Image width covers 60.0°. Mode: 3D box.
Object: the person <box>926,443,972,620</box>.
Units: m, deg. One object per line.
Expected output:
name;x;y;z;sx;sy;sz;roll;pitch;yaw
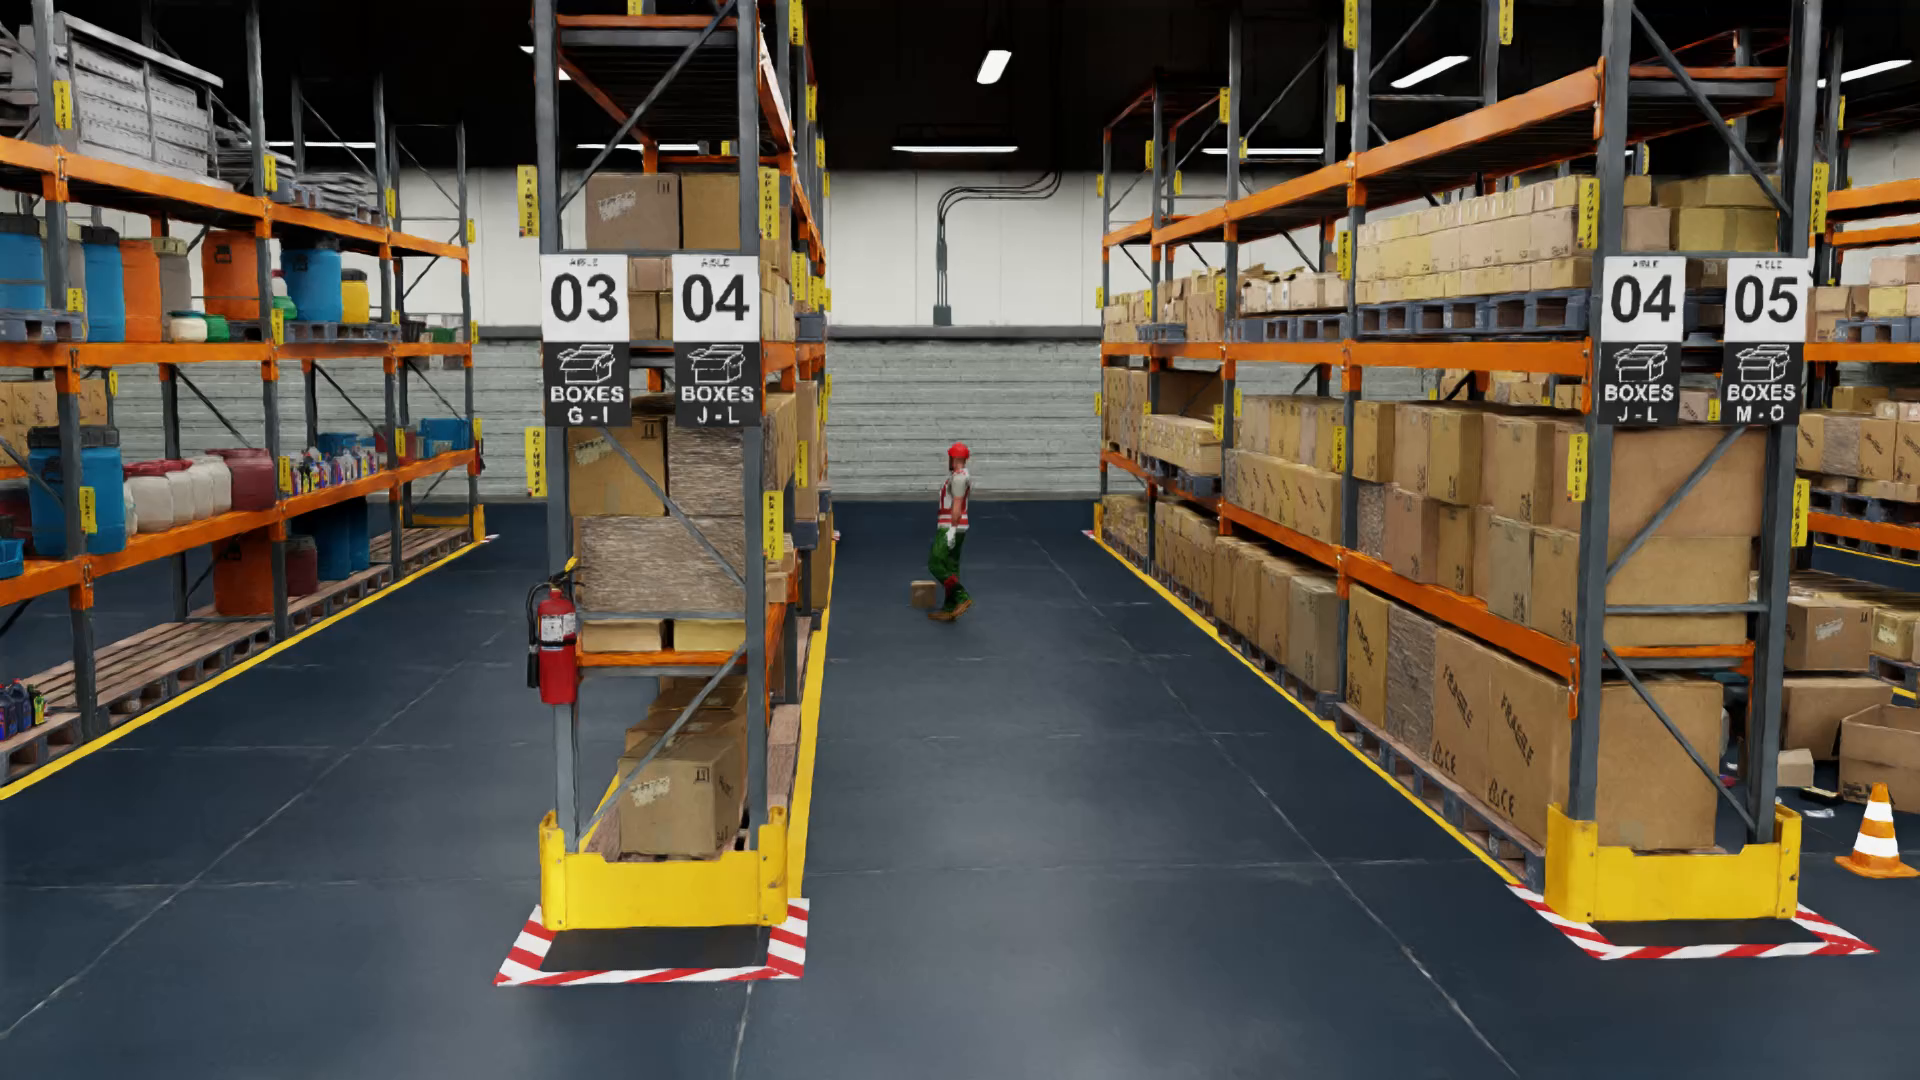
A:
person;-0.101;-0.083;16.761;0.475;1.785;0.638;1;7;4
